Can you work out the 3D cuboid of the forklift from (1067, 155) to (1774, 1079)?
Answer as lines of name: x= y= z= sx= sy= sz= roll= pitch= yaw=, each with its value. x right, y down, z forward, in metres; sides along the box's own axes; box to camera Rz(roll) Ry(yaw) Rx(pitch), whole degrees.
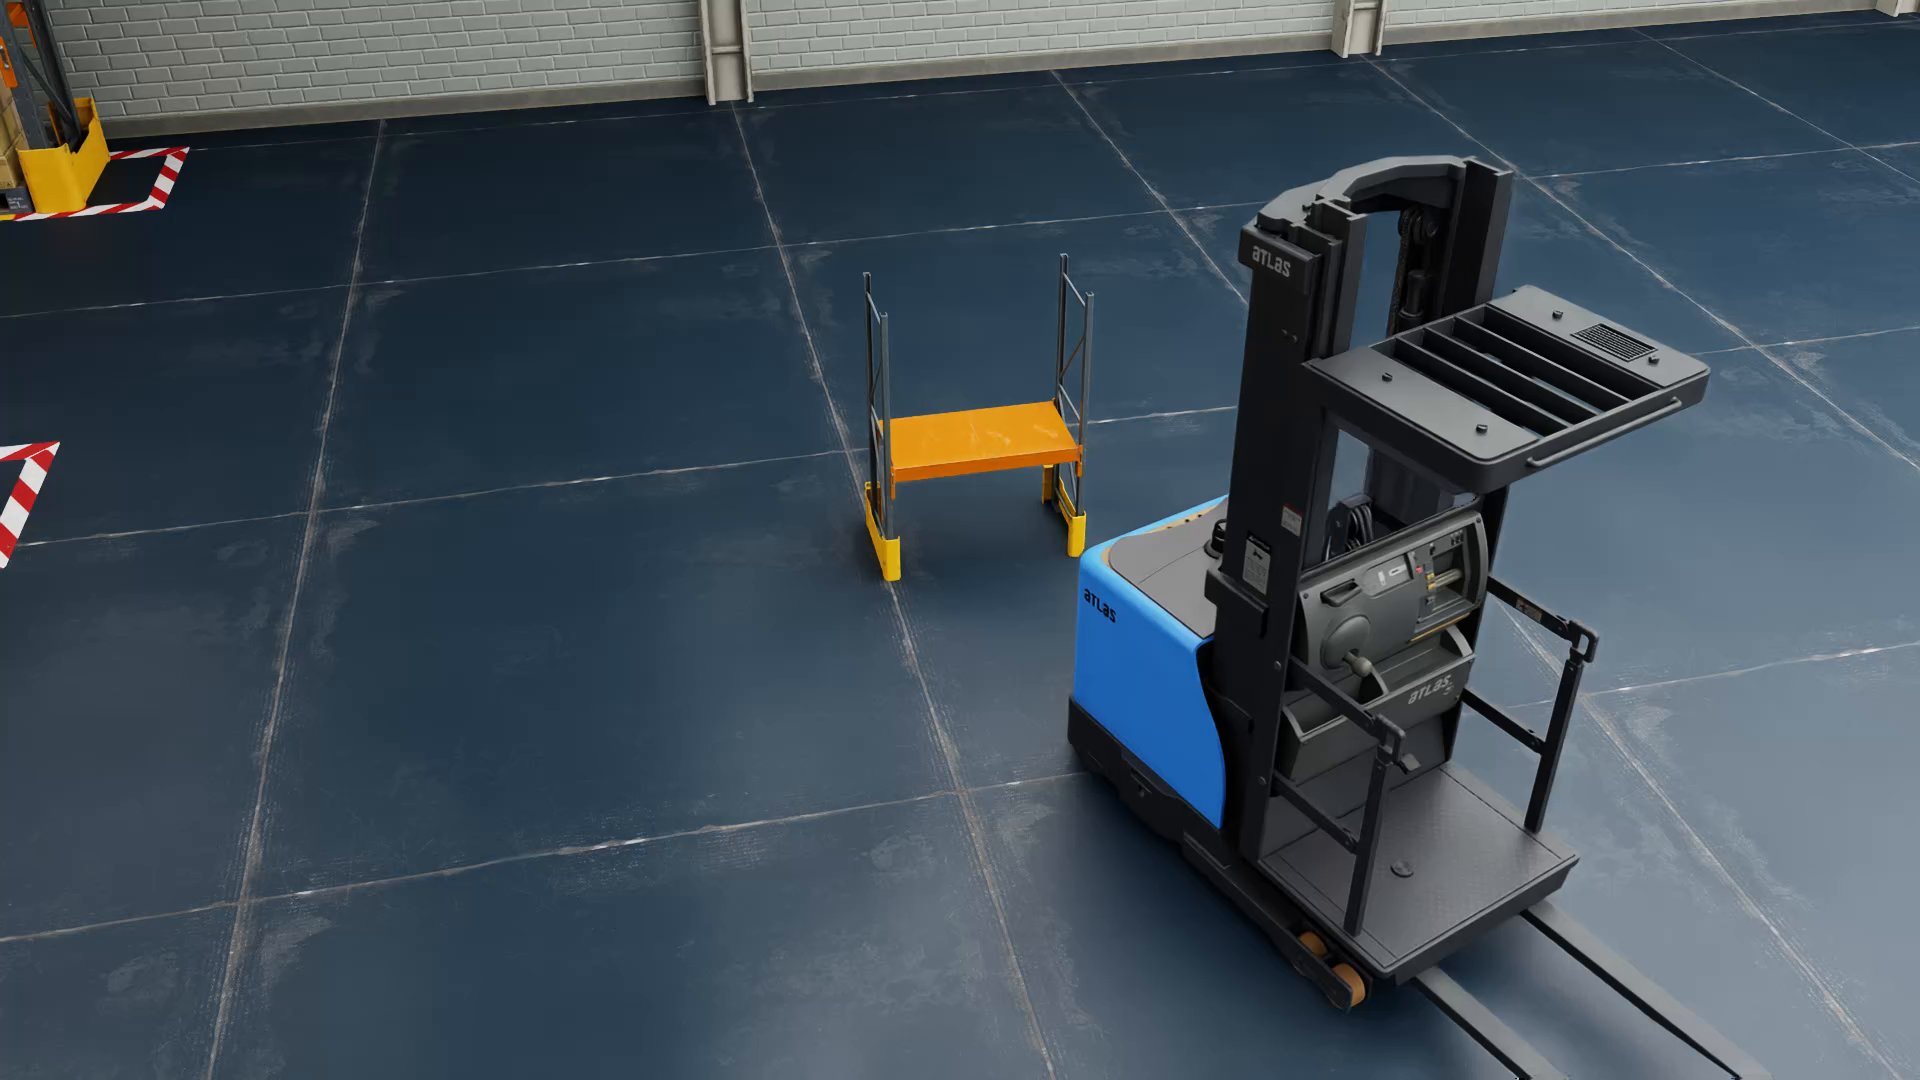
forklift: x=1.718 y=0.258 z=5.958 sx=1.130 sy=2.935 sz=3.031 roll=-20 pitch=39 yaw=-27

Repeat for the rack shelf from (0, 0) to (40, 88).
rack shelf: x=-8.985 y=-3.513 z=12.162 sx=4.000 sy=0.370 sz=1.077 roll=-7 pitch=35 yaw=-11

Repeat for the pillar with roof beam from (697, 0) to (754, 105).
pillar with roof beam: x=-1.110 y=-5.351 z=8.871 sx=0.400 sy=9.000 sz=9.100 roll=-7 pitch=35 yaw=-11

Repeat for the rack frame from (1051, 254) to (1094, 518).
rack frame: x=0.579 y=-0.696 z=8.664 sx=0.032 sy=1.500 sz=0.500 roll=-7 pitch=35 yaw=-11

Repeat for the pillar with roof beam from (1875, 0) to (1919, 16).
pillar with roof beam: x=10.594 y=-6.826 z=11.069 sx=0.400 sy=9.000 sz=9.100 roll=-7 pitch=35 yaw=-11

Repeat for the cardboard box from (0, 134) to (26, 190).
cardboard box: x=-7.423 y=-2.861 z=12.635 sx=0.500 sy=0.250 sz=0.500 roll=-7 pitch=34 yaw=-10

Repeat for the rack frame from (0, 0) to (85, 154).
rack frame: x=-7.034 y=-4.058 z=12.328 sx=0.127 sy=3.000 sz=1.000 roll=-7 pitch=35 yaw=-11

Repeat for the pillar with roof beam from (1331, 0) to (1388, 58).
pillar with roof beam: x=4.742 y=-6.089 z=9.970 sx=0.400 sy=9.000 sz=9.100 roll=-7 pitch=35 yaw=-11

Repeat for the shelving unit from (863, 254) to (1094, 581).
shelving unit: x=0.074 y=-0.632 z=8.569 sx=1.083 sy=1.500 sz=0.587 roll=-7 pitch=35 yaw=-11

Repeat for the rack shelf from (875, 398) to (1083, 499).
rack shelf: x=0.083 y=-0.484 z=8.671 sx=1.000 sy=0.185 sz=0.538 roll=-7 pitch=35 yaw=-11

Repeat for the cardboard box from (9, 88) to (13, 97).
cardboard box: x=-7.544 y=-3.549 z=12.764 sx=0.500 sy=0.250 sz=0.500 roll=-8 pitch=35 yaw=-11

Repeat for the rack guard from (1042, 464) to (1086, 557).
rack guard: x=0.560 y=-0.174 z=9.009 sx=0.087 sy=0.250 sz=0.587 roll=-7 pitch=35 yaw=-11

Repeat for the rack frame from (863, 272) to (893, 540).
rack frame: x=-0.413 y=-0.571 z=8.478 sx=0.032 sy=1.500 sz=0.500 roll=-7 pitch=35 yaw=-11

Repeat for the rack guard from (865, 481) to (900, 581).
rack guard: x=-0.411 y=-0.052 z=8.826 sx=0.087 sy=0.250 sz=0.587 roll=-7 pitch=35 yaw=-11

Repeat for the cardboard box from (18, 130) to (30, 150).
cardboard box: x=-7.556 y=-3.136 z=13.046 sx=0.500 sy=0.250 sz=0.500 roll=-7 pitch=35 yaw=-10

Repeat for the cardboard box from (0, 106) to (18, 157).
cardboard box: x=-7.440 y=-3.068 z=12.496 sx=0.500 sy=0.250 sz=0.500 roll=-8 pitch=35 yaw=-11

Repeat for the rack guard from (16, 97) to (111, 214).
rack guard: x=-7.011 y=-3.023 z=13.029 sx=0.348 sy=0.500 sz=1.175 roll=-7 pitch=35 yaw=-11

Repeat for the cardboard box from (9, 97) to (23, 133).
cardboard box: x=-7.538 y=-3.353 z=12.920 sx=0.500 sy=0.250 sz=0.500 roll=-7 pitch=34 yaw=-10

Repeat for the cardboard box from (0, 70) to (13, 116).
cardboard box: x=-7.414 y=-3.280 z=12.362 sx=0.500 sy=0.250 sz=0.500 roll=-6 pitch=34 yaw=-9

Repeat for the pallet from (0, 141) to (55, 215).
pallet: x=-7.771 y=-2.783 z=12.931 sx=1.213 sy=0.211 sz=1.003 roll=-7 pitch=35 yaw=-11
